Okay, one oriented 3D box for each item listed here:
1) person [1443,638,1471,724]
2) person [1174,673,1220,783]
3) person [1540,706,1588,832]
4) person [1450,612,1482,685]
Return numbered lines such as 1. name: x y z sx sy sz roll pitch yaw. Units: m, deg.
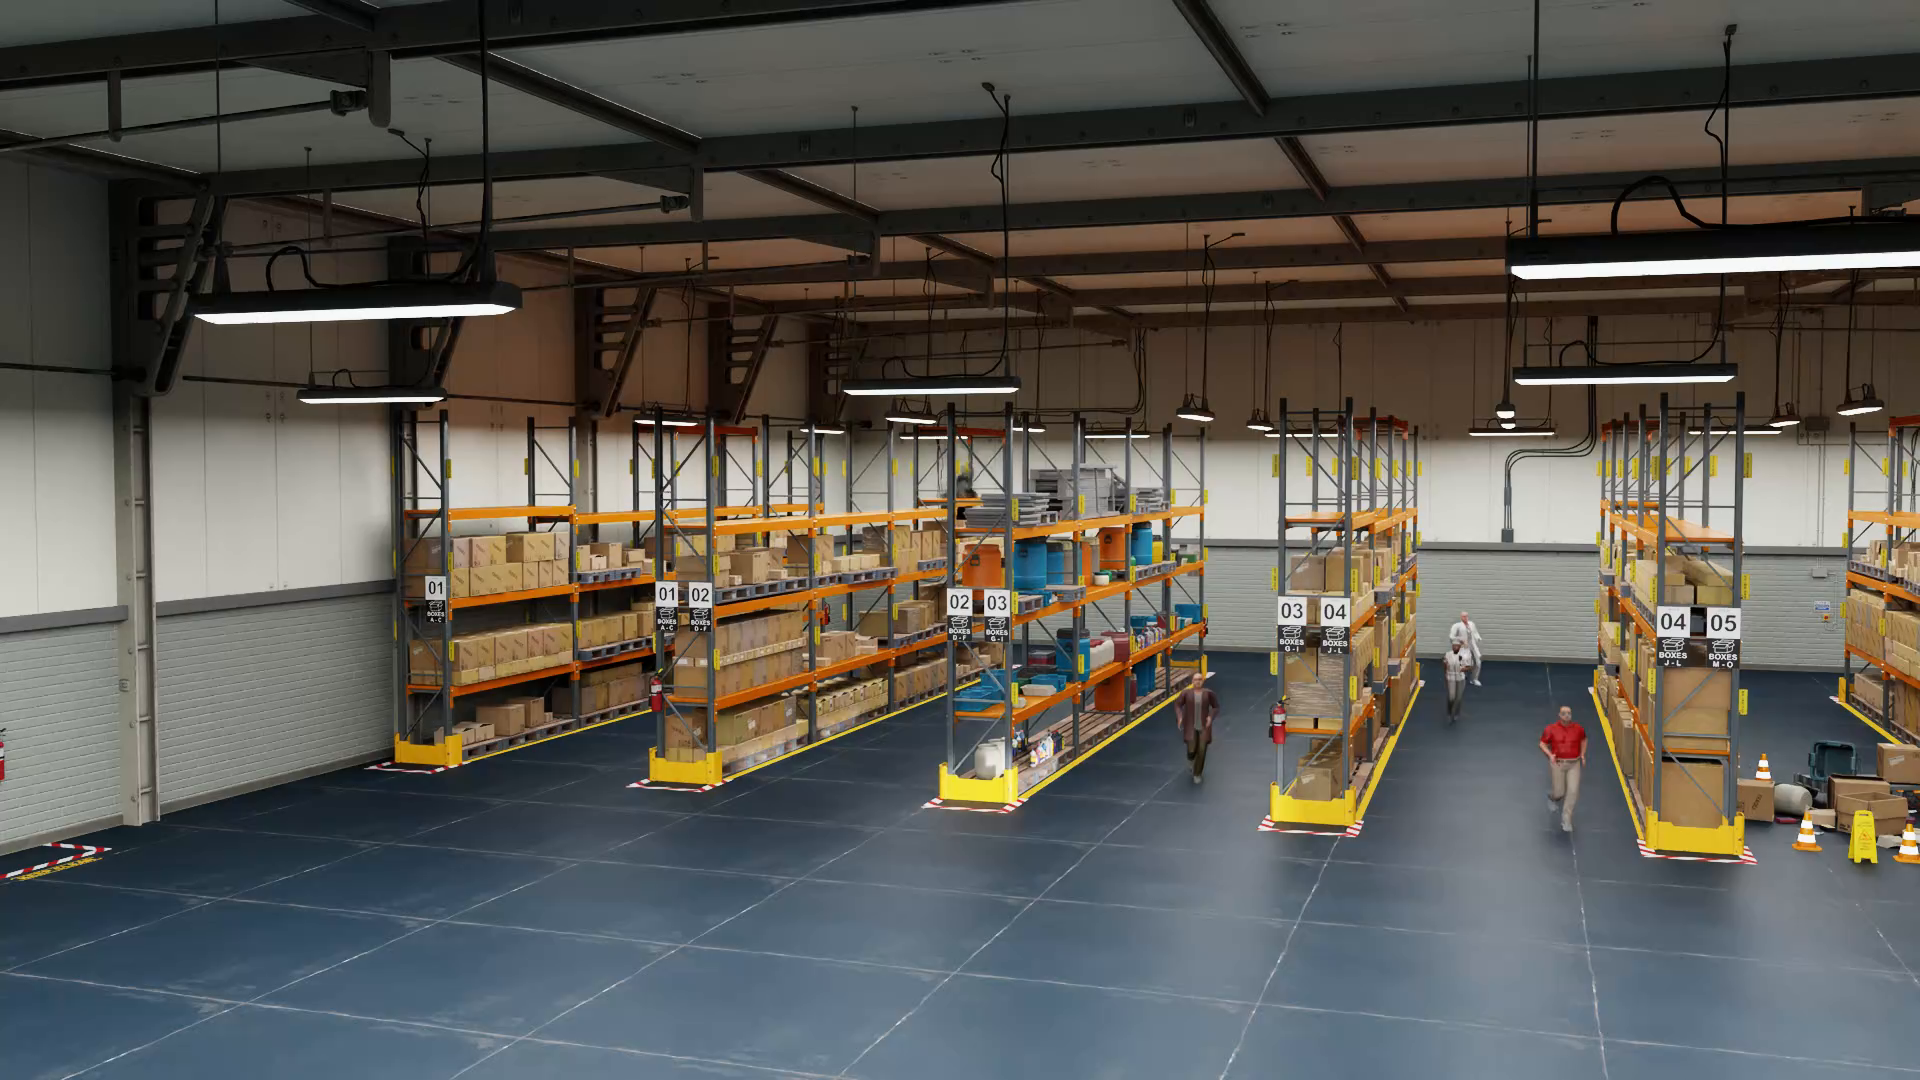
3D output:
1. person: 9.727 2.776 32.586 0.549 1.724 0.687 1 3 19
2. person: 3.807 3.007 26.681 0.723 1.747 0.634 0 2 5
3. person: 8.469 3.176 23.300 0.673 1.728 0.784 0 2 6
4. person: 11.734 2.604 38.551 0.716 1.515 0.619 -1 3 -18
